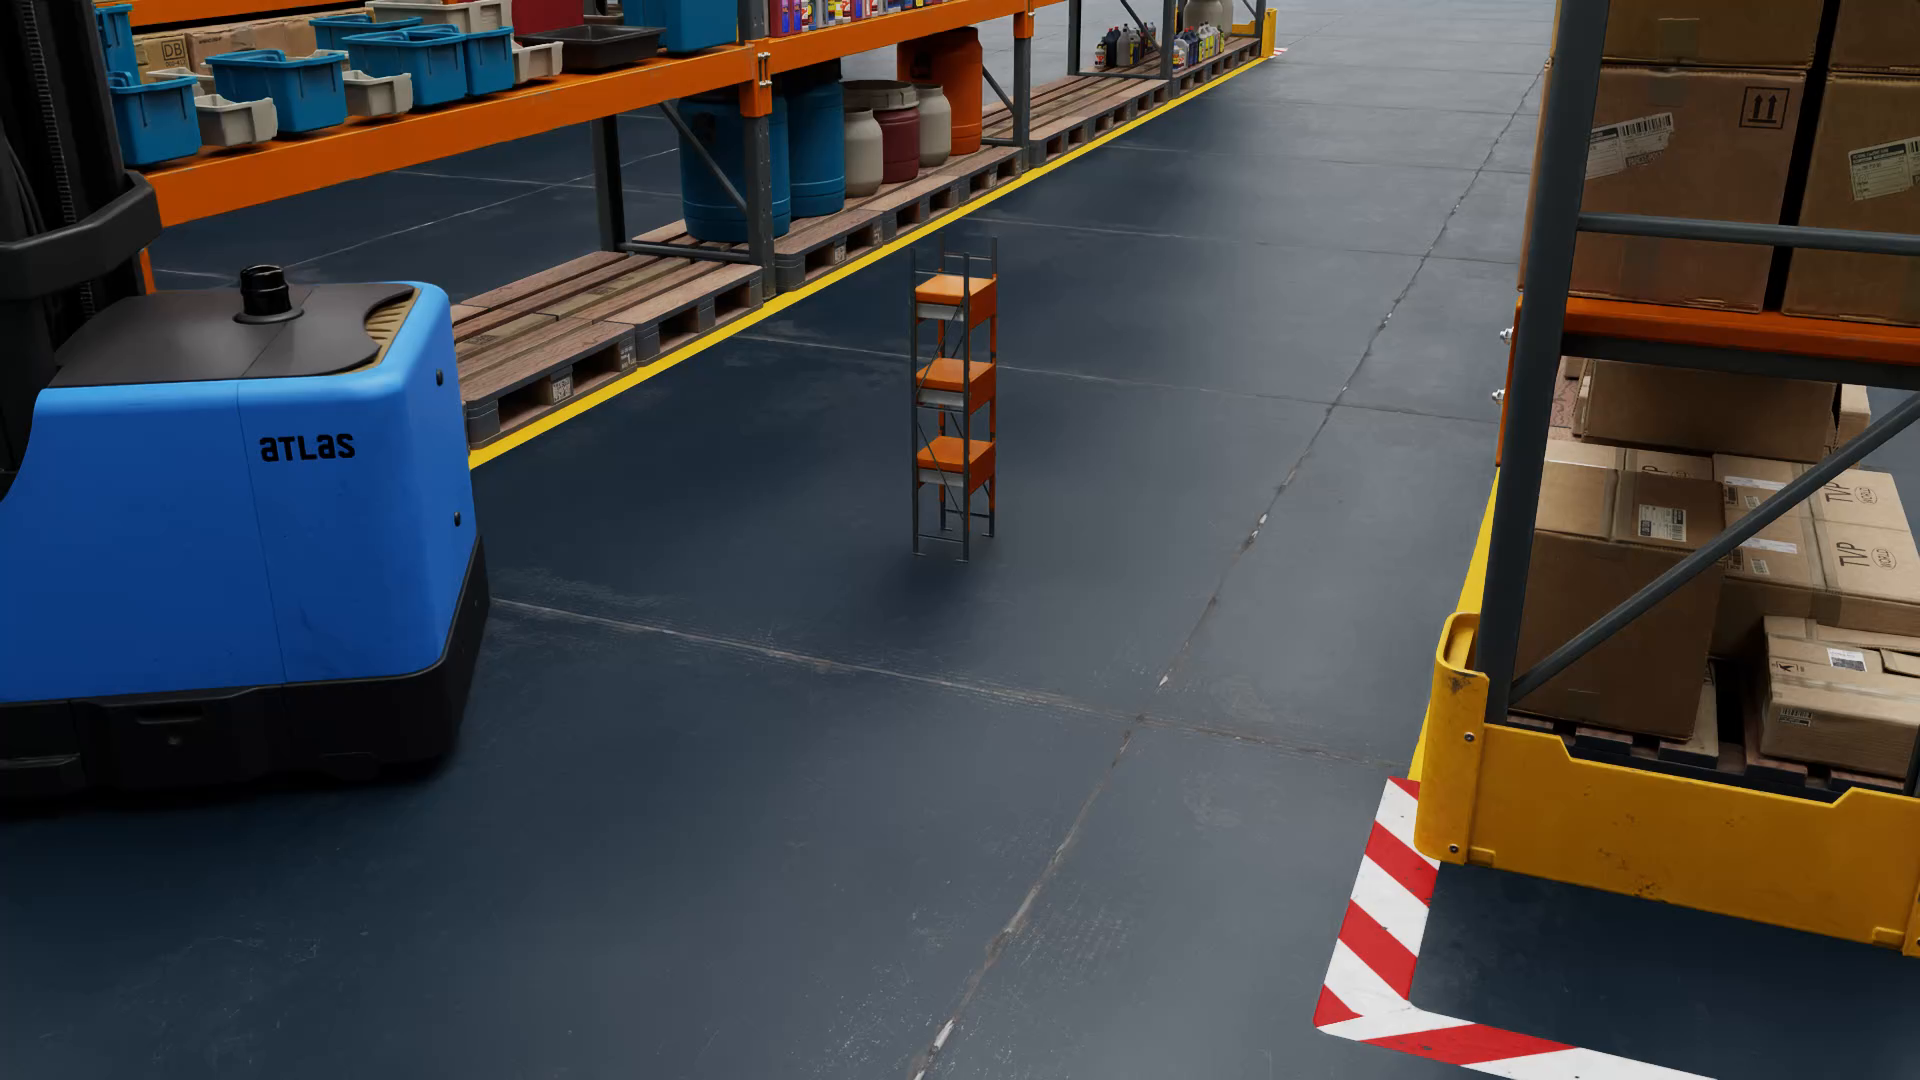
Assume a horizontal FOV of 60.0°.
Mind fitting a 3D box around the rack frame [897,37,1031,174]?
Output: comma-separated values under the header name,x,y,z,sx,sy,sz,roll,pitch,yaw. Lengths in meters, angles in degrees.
name,x,y,z,sx,sy,sz,roll,pitch,yaw
rack frame,0.023,-4.159,11.816,1.000,3.000,0.127,9,24,20

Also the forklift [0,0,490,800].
name,x,y,z,sx,sy,sz,roll,pitch,yaw
forklift,-2.870,-0.838,3.953,3.031,2.935,1.130,-3,23,-8

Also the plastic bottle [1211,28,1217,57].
name,x,y,z,sx,sy,sz,roll,pitch,yaw
plastic bottle,2.549,-5.113,17.061,0.152,0.276,0.135,8,24,19

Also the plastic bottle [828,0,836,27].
name,x,y,z,sx,sy,sz,roll,pitch,yaw
plastic bottle,-0.732,-2.948,9.083,0.097,0.271,0.097,0,23,0

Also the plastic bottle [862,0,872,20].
name,x,y,z,sx,sy,sz,roll,pitch,yaw
plastic bottle,-0.593,-3.113,9.472,0.152,0.276,0.135,9,24,20

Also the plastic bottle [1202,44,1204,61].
name,x,y,z,sx,sy,sz,roll,pitch,yaw
plastic bottle,2.391,-4.898,16.643,0.097,0.201,0.097,0,23,0

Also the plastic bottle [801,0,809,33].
name,x,y,z,sx,sy,sz,roll,pitch,yaw
plastic bottle,-0.855,-2.798,8.815,0.097,0.201,0.097,0,23,0

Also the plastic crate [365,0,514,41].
name,x,y,z,sx,sy,sz,roll,pitch,yaw
plastic crate,-2.201,-2.181,7.155,0.437,0.282,0.530,9,24,20

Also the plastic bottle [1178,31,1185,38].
name,x,y,z,sx,sy,sz,roll,pitch,yaw
plastic bottle,2.275,-4.998,16.788,0.152,0.276,0.135,9,24,20

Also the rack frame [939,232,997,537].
name,x,y,z,sx,sy,sz,roll,pitch,yaw
rack frame,0.025,-0.509,5.606,0.200,1.050,0.008,9,24,20

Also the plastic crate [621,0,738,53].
name,x,y,z,sx,sy,sz,roll,pitch,yaw
plastic crate,-1.319,-2.532,7.864,0.392,0.384,0.575,9,24,20

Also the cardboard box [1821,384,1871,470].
name,x,y,z,sx,sy,sz,roll,pitch,yaw
cardboard box,2.908,-0.467,5.894,0.500,0.311,0.500,9,24,20

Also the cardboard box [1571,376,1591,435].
name,x,y,z,sx,sy,sz,roll,pitch,yaw
cardboard box,2.466,-0.483,6.120,0.380,0.166,0.250,9,24,20

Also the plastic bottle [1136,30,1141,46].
name,x,y,z,sx,sy,sz,roll,pitch,yaw
plastic bottle,1.777,-4.991,16.760,0.061,0.283,0.133,9,24,20

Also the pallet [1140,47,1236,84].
name,x,y,z,sx,sy,sz,roll,pitch,yaw
pallet,2.249,-4.977,17.390,1.003,0.211,1.213,9,24,20

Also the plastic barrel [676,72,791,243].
name,x,y,z,sx,sy,sz,roll,pitch,yaw
plastic barrel,-1.245,-2.146,9.173,0.600,0.901,0.708,9,24,20

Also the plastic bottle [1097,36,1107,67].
name,x,y,z,sx,sy,sz,roll,pitch,yaw
plastic bottle,1.382,-4.760,16.207,0.061,0.283,0.133,10,25,23

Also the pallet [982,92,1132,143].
name,x,y,z,sx,sy,sz,roll,pitch,yaw
pallet,0.802,-3.579,14.046,1.003,0.211,1.213,9,24,20

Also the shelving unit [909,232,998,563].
name,x,y,z,sx,sy,sz,roll,pitch,yaw
shelving unit,-0.020,-0.465,5.502,0.215,1.050,0.252,9,24,20

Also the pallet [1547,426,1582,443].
name,x,y,z,sx,sy,sz,roll,pitch,yaw
pallet,2.428,-0.047,5.589,1.003,0.211,1.213,9,24,20

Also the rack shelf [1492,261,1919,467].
name,x,y,z,sx,sy,sz,roll,pitch,yaw
rack shelf,2.392,-0.970,5.113,1.077,0.370,4.000,9,24,20

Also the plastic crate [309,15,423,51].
name,x,y,z,sx,sy,sz,roll,pitch,yaw
plastic crate,-2.423,-2.019,6.830,0.416,0.233,0.300,9,24,20

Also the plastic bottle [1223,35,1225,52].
name,x,y,z,sx,sy,sz,roll,pitch,yaw
plastic bottle,2.720,-5.214,17.401,0.097,0.201,0.097,0,23,0

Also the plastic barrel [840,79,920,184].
name,x,y,z,sx,sy,sz,roll,pitch,yaw
plastic barrel,-0.562,-2.659,10.807,0.600,0.588,0.708,9,24,20

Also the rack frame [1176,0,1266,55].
name,x,y,z,sx,sy,sz,roll,pitch,yaw
rack frame,2.995,-7.022,18.670,1.000,3.000,0.127,9,24,20

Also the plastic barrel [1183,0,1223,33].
name,x,y,z,sx,sy,sz,roll,pitch,yaw
plastic barrel,2.635,-5.642,18.049,0.421,0.512,0.421,0,23,0

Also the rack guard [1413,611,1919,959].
name,x,y,z,sx,sy,sz,roll,pitch,yaw
rack guard,1.678,0.540,3.808,1.175,0.500,0.348,9,24,20

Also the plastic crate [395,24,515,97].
name,x,y,z,sx,sy,sz,roll,pitch,yaw
plastic crate,-1.950,-1.867,6.467,0.416,0.233,0.300,9,24,20

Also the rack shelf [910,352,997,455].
name,x,y,z,sx,sy,sz,roll,pitch,yaw
rack shelf,-0.020,-0.456,5.506,0.215,0.259,0.240,9,24,20

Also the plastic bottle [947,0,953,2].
name,x,y,z,sx,sy,sz,roll,pitch,yaw
plastic bottle,-0.093,-3.532,10.571,0.097,0.201,0.097,0,23,0

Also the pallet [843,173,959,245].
name,x,y,z,sx,sy,sz,roll,pitch,yaw
pallet,-0.685,-2.150,10.622,1.003,0.211,1.213,9,24,20

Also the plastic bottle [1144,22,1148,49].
name,x,y,z,sx,sy,sz,roll,pitch,yaw
plastic bottle,1.931,-5.289,17.474,0.061,0.283,0.133,9,24,21

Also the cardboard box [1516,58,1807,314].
name,x,y,z,sx,sy,sz,roll,pitch,yaw
cardboard box,1.563,-0.831,3.719,0.500,0.500,0.500,10,25,22

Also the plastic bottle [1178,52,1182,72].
name,x,y,z,sx,sy,sz,roll,pitch,yaw
plastic bottle,2.072,-4.590,15.907,0.097,0.201,0.097,0,23,0

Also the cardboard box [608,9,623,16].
name,x,y,z,sx,sy,sz,roll,pitch,yaw
cardboard box,-3.532,-4.965,16.417,0.700,0.500,0.500,9,24,20

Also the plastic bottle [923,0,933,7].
name,x,y,z,sx,sy,sz,roll,pitch,yaw
plastic bottle,-0.253,-3.471,10.232,0.144,0.351,0.185,9,24,20

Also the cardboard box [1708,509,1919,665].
name,x,y,z,sx,sy,sz,roll,pitch,yaw
cardboard box,2.300,0.147,4.504,0.500,0.250,0.500,9,24,20

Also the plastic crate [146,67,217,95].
name,x,y,z,sx,sy,sz,roll,pitch,yaw
plastic crate,-2.692,-1.622,6.006,0.396,0.136,0.243,9,24,20

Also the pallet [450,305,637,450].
name,x,y,z,sx,sy,sz,roll,pitch,yaw
pallet,-2.151,-0.735,7.235,1.003,0.211,1.213,9,24,20

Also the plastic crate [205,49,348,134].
name,x,y,z,sx,sy,sz,roll,pitch,yaw
plastic crate,-2.306,-1.524,5.646,0.416,0.233,0.300,9,24,20

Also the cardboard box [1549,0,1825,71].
name,x,y,z,sx,sy,sz,roll,pitch,yaw
cardboard box,1.559,-1.292,3.525,0.500,0.500,0.500,9,24,20

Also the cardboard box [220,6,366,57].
name,x,y,z,sx,sy,sz,roll,pitch,yaw
cardboard box,-5.189,-3.520,12.497,1.225,0.875,0.875,9,24,20

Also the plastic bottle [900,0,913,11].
name,x,y,z,sx,sy,sz,roll,pitch,yaw
plastic bottle,-0.371,-3.357,9.959,0.144,0.351,0.185,9,24,20

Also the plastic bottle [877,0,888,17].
name,x,y,z,sx,sy,sz,roll,pitch,yaw
plastic bottle,-0.507,-3.196,9.671,0.152,0.276,0.135,9,24,20

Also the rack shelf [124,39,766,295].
name,x,y,z,sx,sy,sz,roll,pitch,yaw
rack shelf,-2.205,-1.680,6.814,1.077,0.370,4.000,9,24,20

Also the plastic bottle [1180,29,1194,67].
name,x,y,z,sx,sy,sz,roll,pitch,yaw
plastic bottle,2.194,-4.801,16.218,0.144,0.351,0.185,9,24,21
